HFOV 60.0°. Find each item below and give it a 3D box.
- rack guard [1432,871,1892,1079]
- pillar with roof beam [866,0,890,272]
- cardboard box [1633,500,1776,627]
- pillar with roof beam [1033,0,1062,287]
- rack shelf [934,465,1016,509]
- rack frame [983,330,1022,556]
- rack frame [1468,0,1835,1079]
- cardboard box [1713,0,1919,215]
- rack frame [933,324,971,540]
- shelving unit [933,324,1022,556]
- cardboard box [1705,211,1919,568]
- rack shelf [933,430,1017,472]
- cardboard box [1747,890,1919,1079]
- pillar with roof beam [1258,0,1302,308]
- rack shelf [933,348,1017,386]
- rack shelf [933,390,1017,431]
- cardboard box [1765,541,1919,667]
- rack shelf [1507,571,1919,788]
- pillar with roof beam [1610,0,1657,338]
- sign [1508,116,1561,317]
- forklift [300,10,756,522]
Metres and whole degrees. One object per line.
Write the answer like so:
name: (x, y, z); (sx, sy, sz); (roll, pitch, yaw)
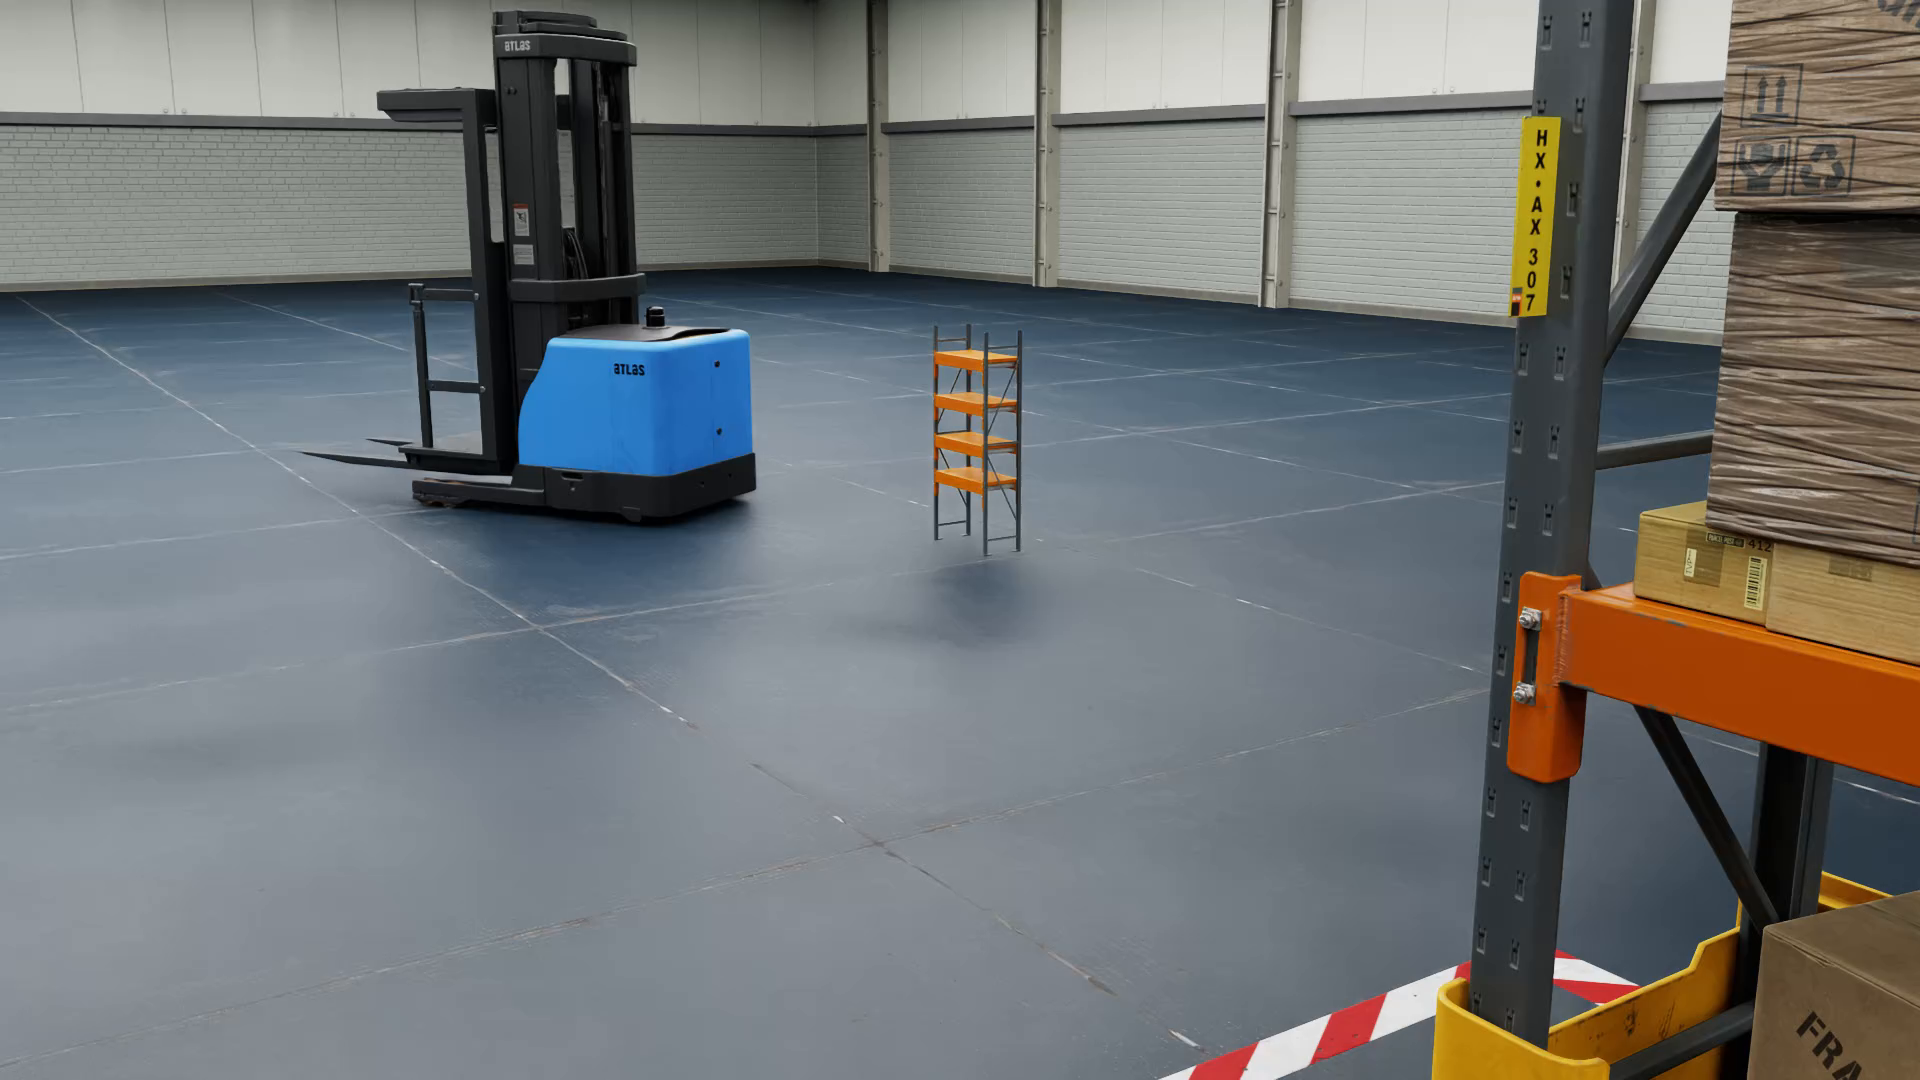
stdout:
rack guard: (1.452, 1.057, 3.359); (1.175, 0.500, 0.348); (-8, 15, -33)
pillar with roof beam: (-5.317, -9.671, 32.522); (9.100, 9.000, 0.400); (-8, 15, -33)
cardboard box: (1.369, 0.024, 2.819); (0.380, 0.149, 0.250); (-8, 15, -33)
pillar with roof beam: (-1.992, -8.604, 27.643); (9.100, 9.000, 0.400); (-8, 15, -33)
rack shelf: (0.092, -0.297, 9.156); (0.258, 0.148, 0.480); (-8, 15, -33)
rack frame: (0.227, -0.513, 8.901); (0.240, 1.200, 0.015); (-8, 15, -33)
rack frame: (1.410, -0.178, 3.153); (1.000, 3.000, 0.127); (-8, 15, -33)
cardboard box: (1.488, -0.730, 2.409); (0.500, 0.500, 0.500); (-8, 15, -33)
rack frame: (-0.043, -0.600, 9.297); (0.240, 1.200, 0.015); (-8, 15, -33)
shelving unit: (0.092, -0.557, 9.099); (0.258, 1.200, 0.503); (-8, 15, -33)
cardboard box: (1.692, -0.271, 2.649); (0.875, 0.500, 0.500); (-8, 15, -33)
rack shelf: (0.092, -0.491, 9.113); (0.258, 0.148, 0.480); (-8, 15, -33)
cardboard box: (1.742, 0.951, 2.859); (0.500, 0.500, 0.500); (-5, 13, -22)
pillar with roof beam: (1.332, -7.537, 22.763); (9.100, 9.000, 0.400); (-8, 15, -33)
rack shelf: (0.092, -0.941, 9.015); (0.258, 0.148, 0.480); (-8, 15, -33)
rack shelf: (0.092, -0.710, 9.066); (0.258, 0.148, 0.480); (-8, 15, -33)
cardboard box: (1.492, 0.071, 2.606); (0.380, 0.149, 0.250); (-8, 15, -33)
rack shelf: (2.518, 0.529, 1.604); (1.077, 0.370, 4.000); (-8, 15, -33)
pillar with roof beam: (4.656, -6.470, 17.883); (9.100, 9.000, 0.400); (-8, 15, -33)
sign: (0.958, -0.536, 2.767); (0.100, 0.325, 0.005); (-8, 15, -33)
forklift: (-2.844, -1.724, 10.385); (3.031, 2.935, 1.130); (6, 14, 24)
